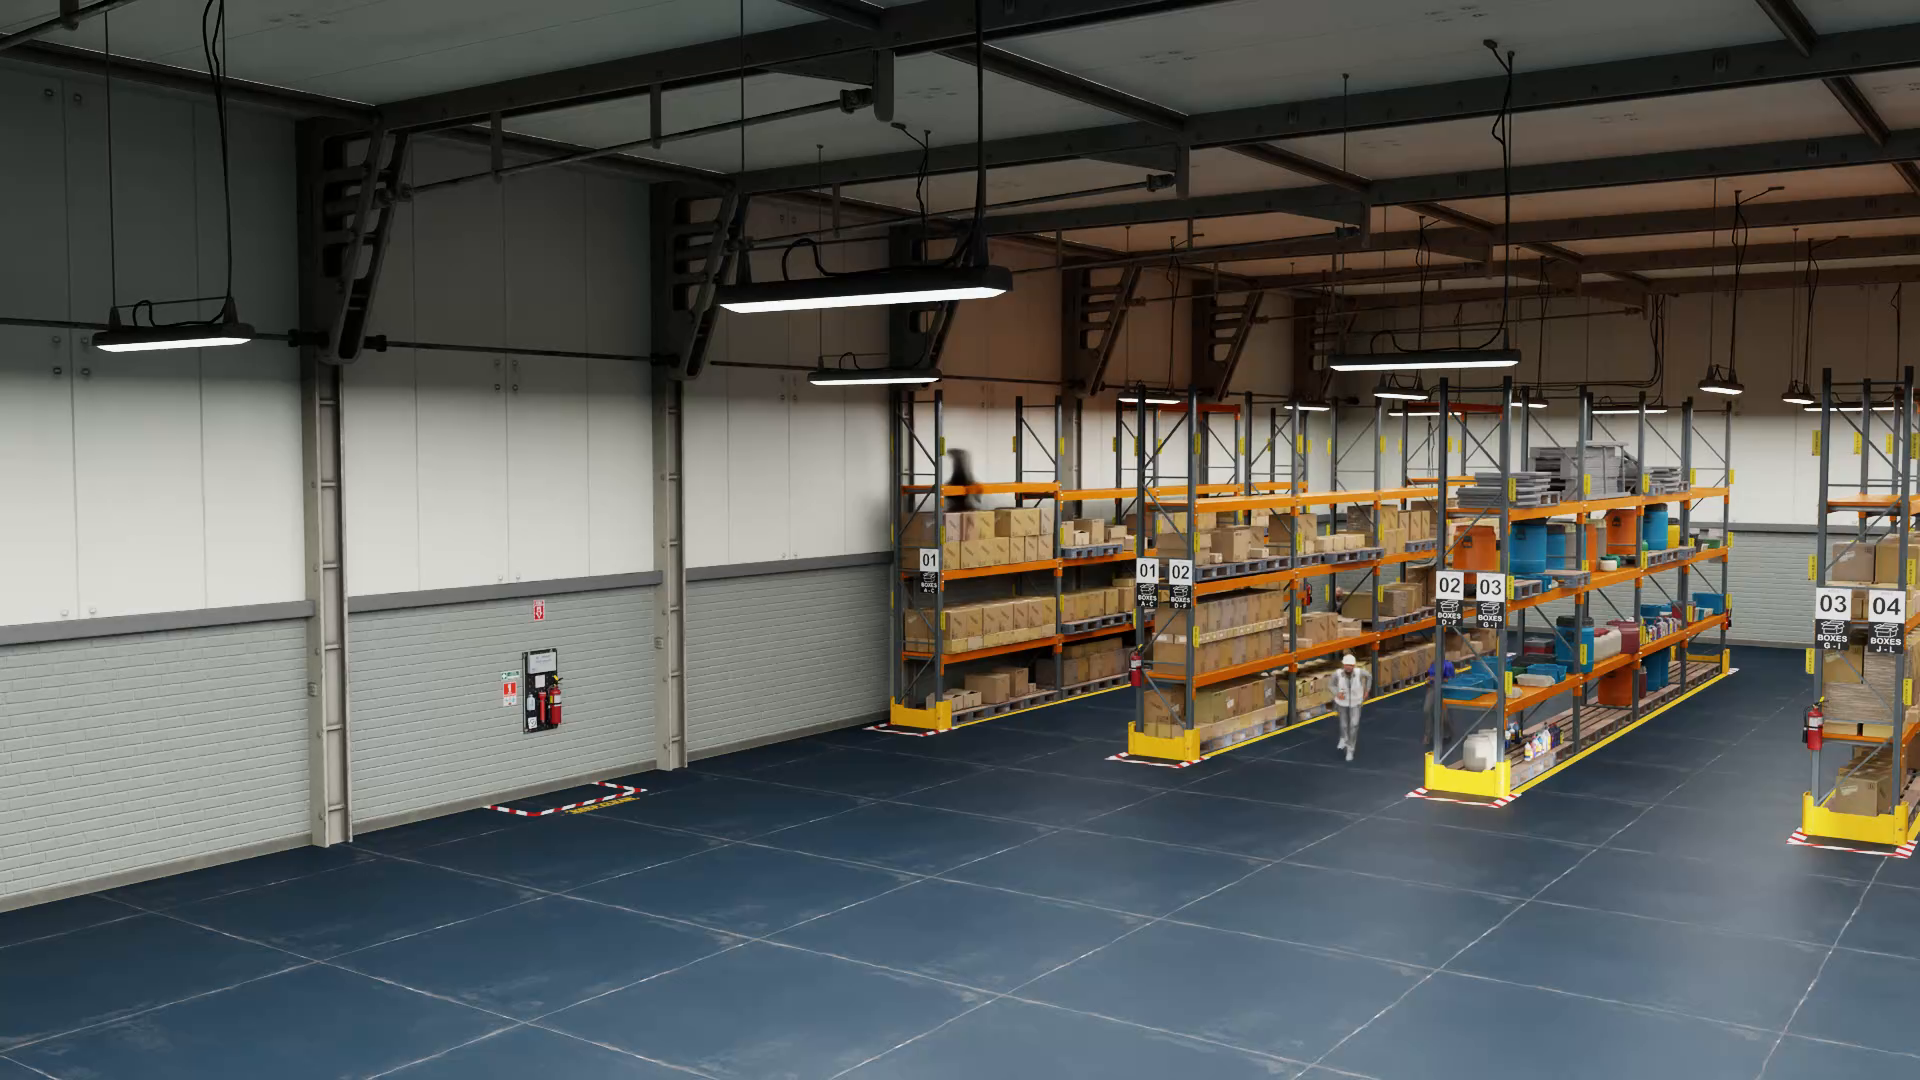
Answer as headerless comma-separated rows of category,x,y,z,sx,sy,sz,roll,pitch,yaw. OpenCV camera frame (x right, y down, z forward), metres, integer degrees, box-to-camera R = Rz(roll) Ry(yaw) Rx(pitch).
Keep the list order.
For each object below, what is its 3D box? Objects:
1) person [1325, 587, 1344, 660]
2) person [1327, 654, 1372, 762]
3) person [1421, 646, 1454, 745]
person,8.985,1.949,39.282,0.660,1.692,0.974,2,4,27
person,6.272,2.590,26.821,0.707,1.583,1.026,0,3,7
person,8.095,2.609,27.981,0.562,1.702,0.694,3,4,44
